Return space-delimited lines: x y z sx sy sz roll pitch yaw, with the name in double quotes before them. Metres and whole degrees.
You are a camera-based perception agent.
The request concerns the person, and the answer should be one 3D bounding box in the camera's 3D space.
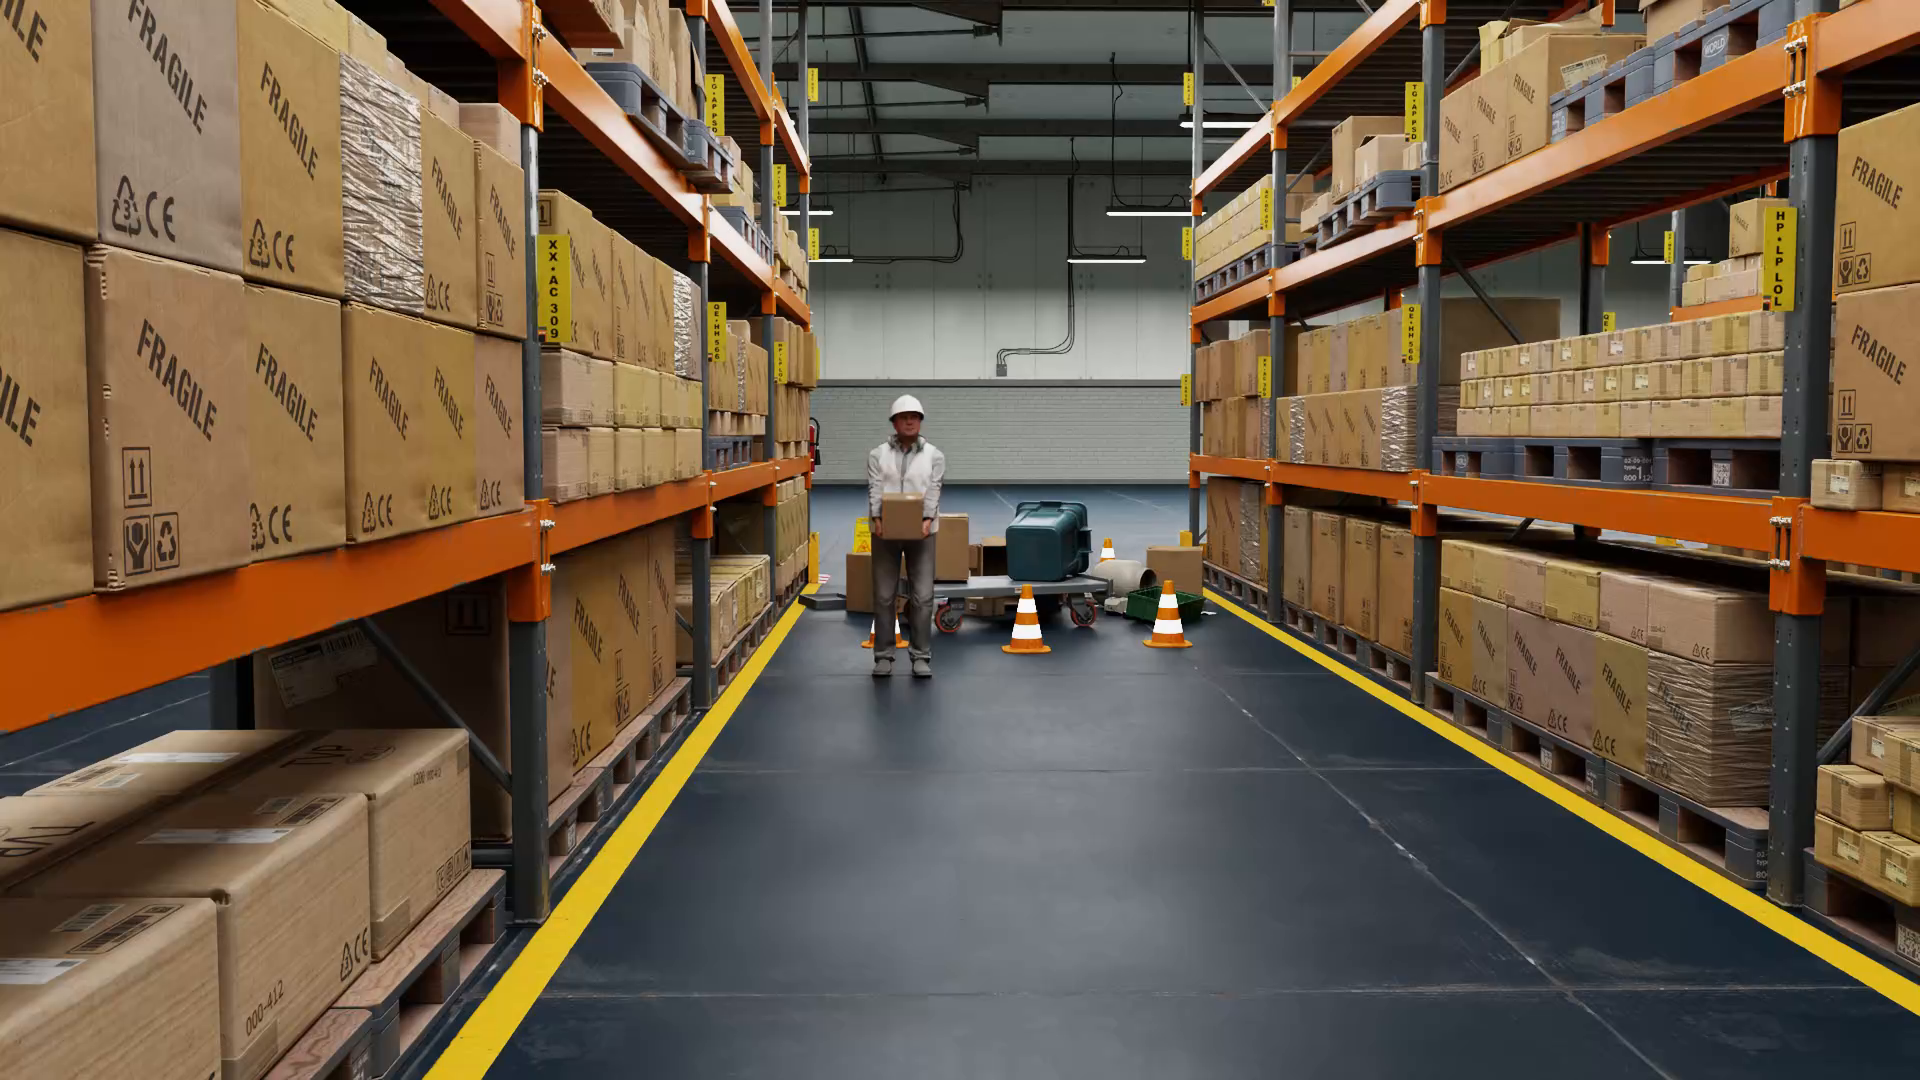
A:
"person" -0.338 -0.025 10.456 0.494 1.767 0.545 0 4 -1
